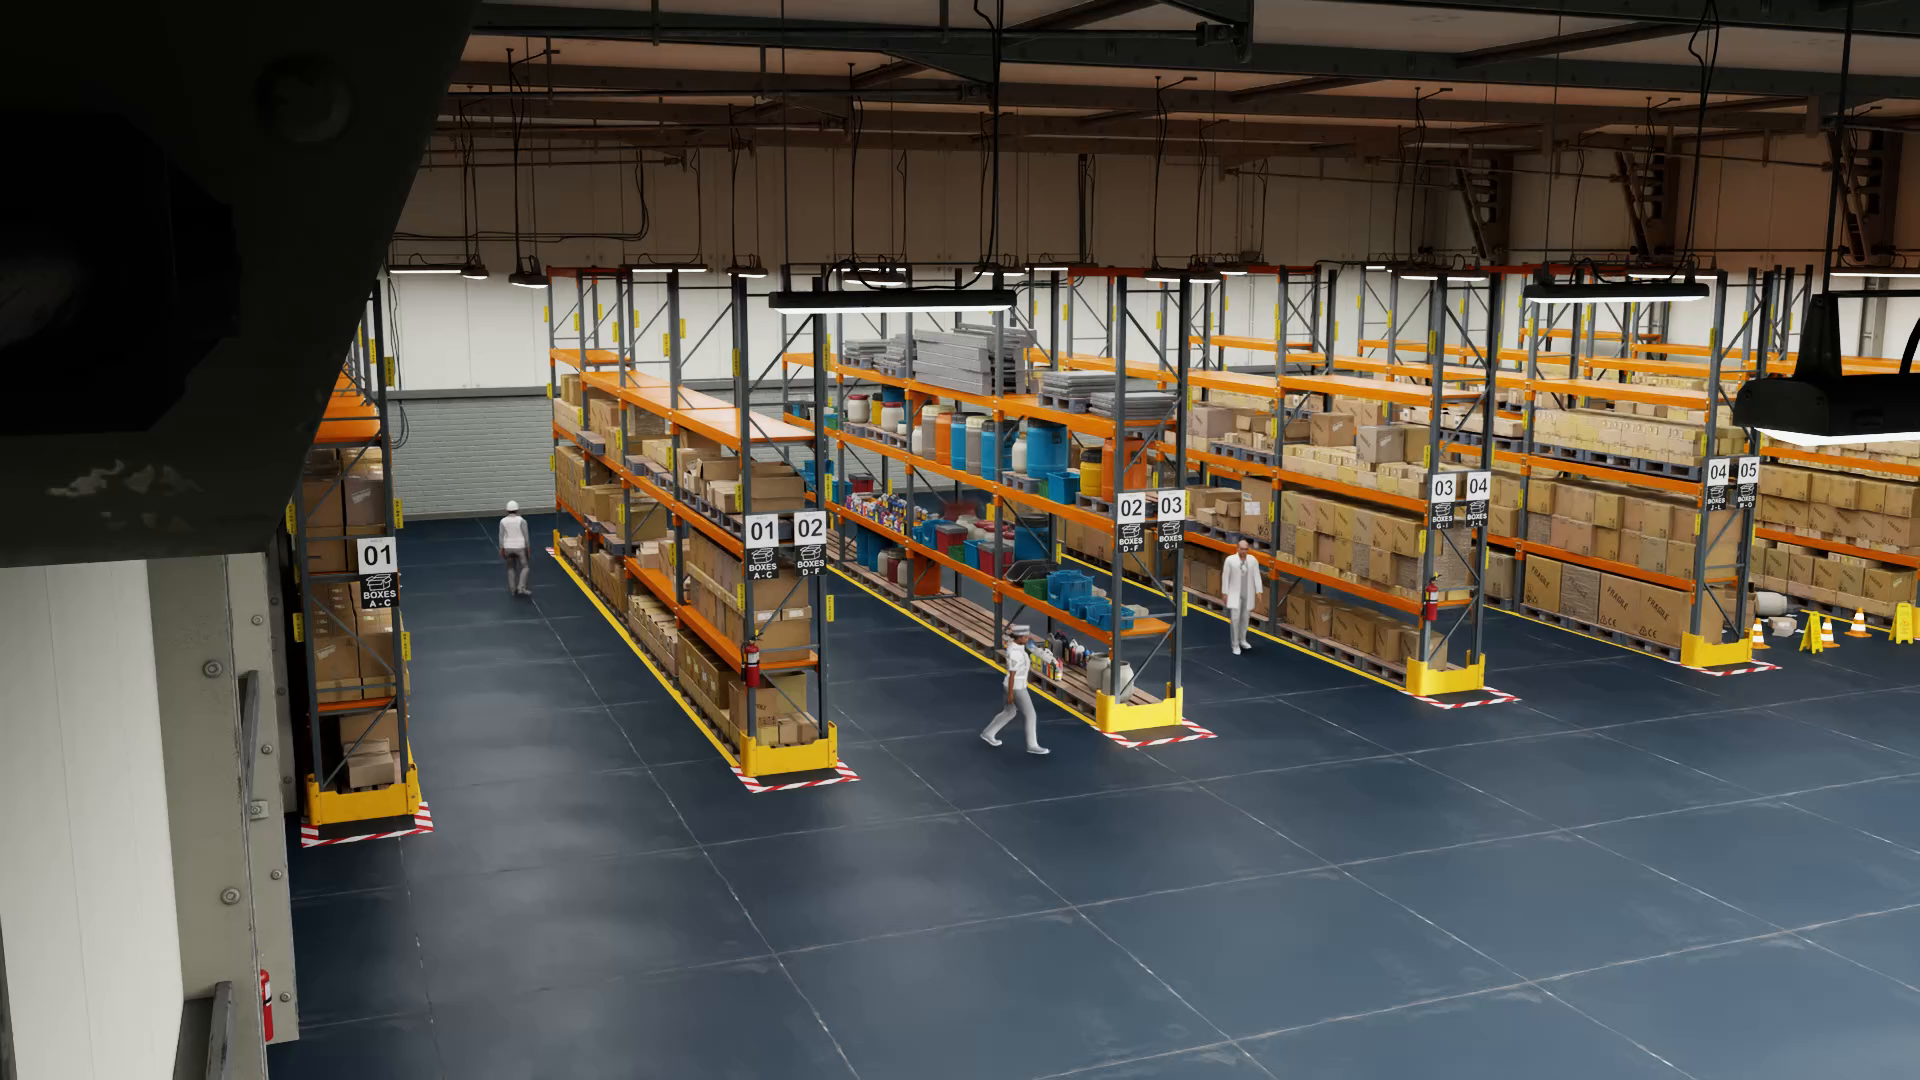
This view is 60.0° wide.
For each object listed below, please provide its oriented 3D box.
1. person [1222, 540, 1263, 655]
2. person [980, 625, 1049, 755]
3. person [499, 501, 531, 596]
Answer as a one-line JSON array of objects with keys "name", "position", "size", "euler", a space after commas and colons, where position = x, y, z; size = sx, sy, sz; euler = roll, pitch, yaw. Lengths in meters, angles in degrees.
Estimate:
[{"name": "person", "position": [4.491, 1.003, 26.475], "size": [0.619, 1.652, 0.570], "euler": [-1, 10, -8]}, {"name": "person", "position": [0.693, 1.884, 21.157], "size": [0.854, 1.622, 0.474], "euler": [0, 10, -2]}, {"name": "person", "position": [-8.212, 0.158, 30.661], "size": [0.570, 1.773, 0.502], "euler": [1, 10, 4]}]
